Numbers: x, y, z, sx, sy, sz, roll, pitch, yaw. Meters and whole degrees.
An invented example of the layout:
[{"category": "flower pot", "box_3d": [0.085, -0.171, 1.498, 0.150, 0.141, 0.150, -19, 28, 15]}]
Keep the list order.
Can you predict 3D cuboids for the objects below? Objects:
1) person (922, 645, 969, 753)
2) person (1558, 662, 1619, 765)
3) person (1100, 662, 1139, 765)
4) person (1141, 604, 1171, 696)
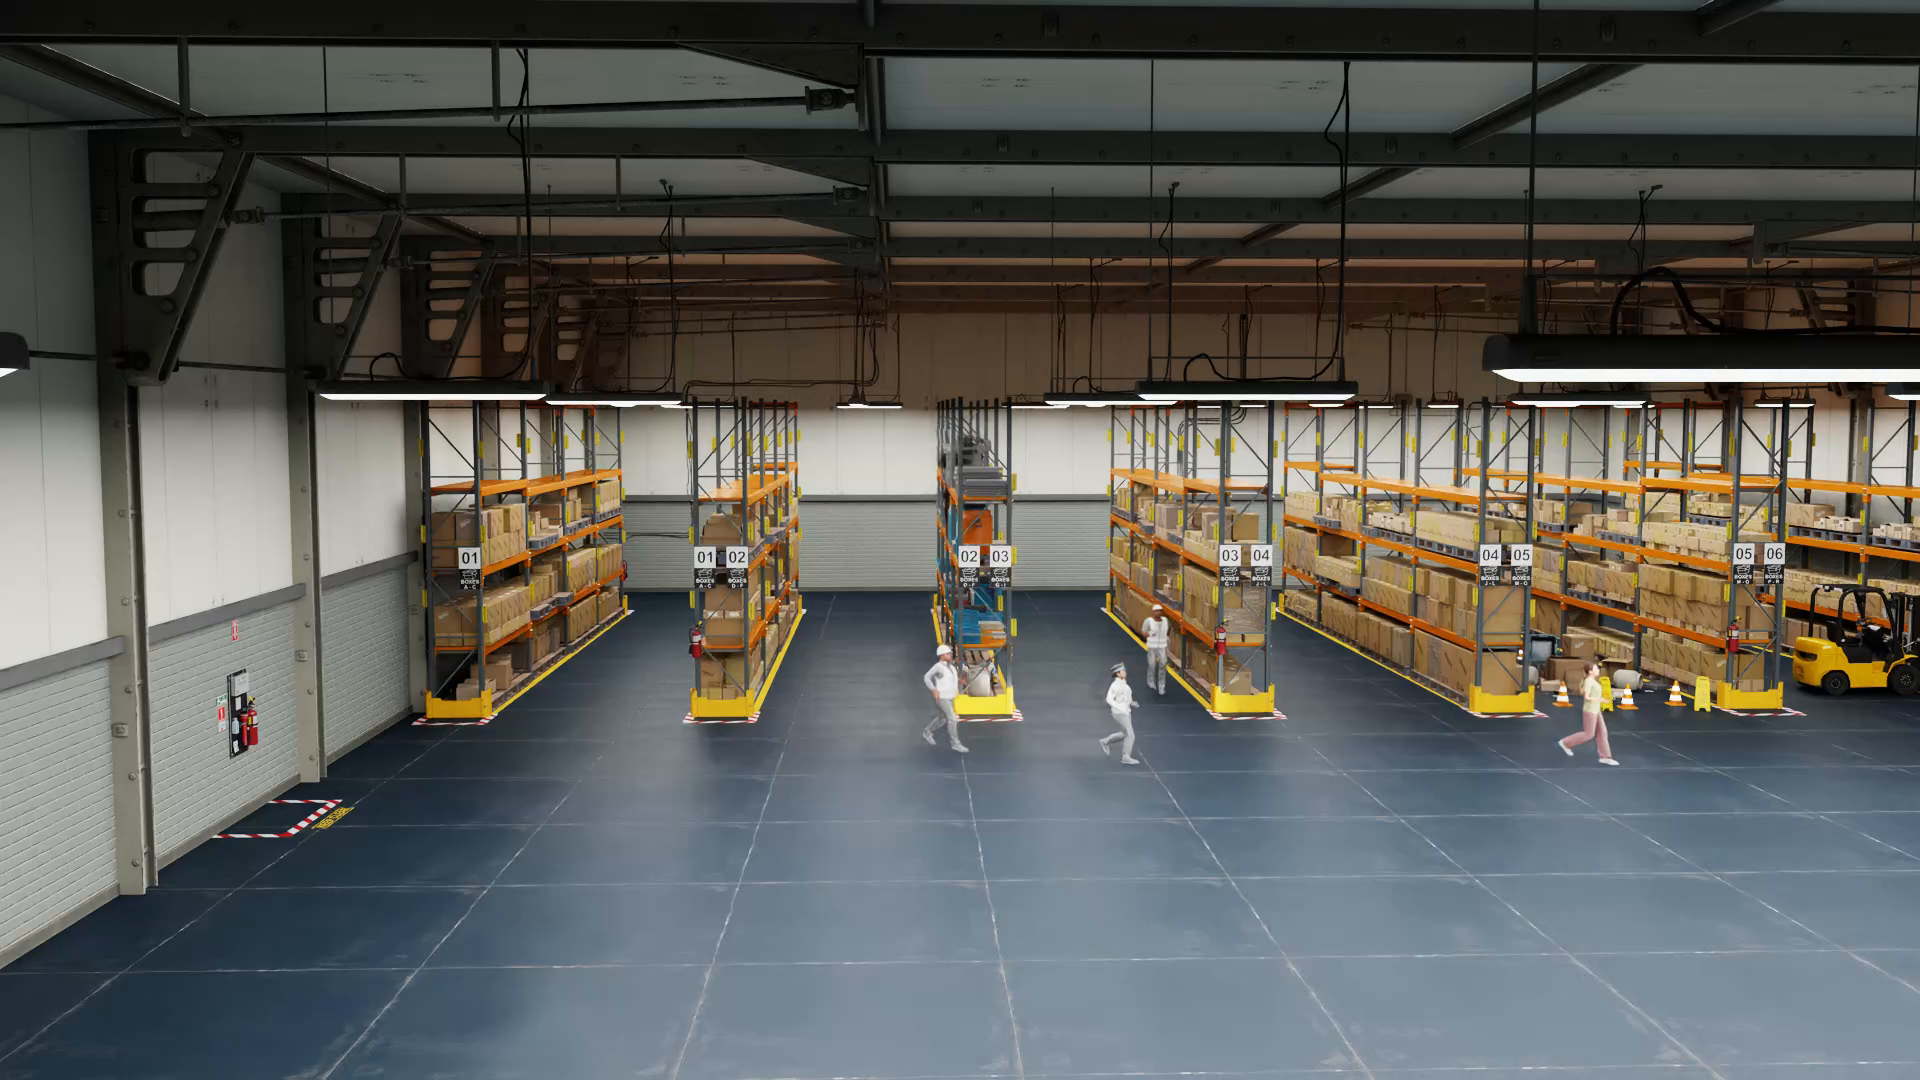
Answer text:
[{"category": "person", "box_3d": [-0.248, 2.647, 27.985, 0.945, 1.766, 0.658, 2, 5, 27]}, {"category": "person", "box_3d": [10.221, 2.800, 26.978, 0.934, 1.664, 0.578, 2, 5, 29]}, {"category": "person", "box_3d": [2.582, 2.805, 27.051, 0.698, 1.653, 0.620, 2, 5, 23]}, {"category": "person", "box_3d": [4.004, 2.210, 33.797, 0.670, 1.825, 0.749, 0, 4, -5]}]
